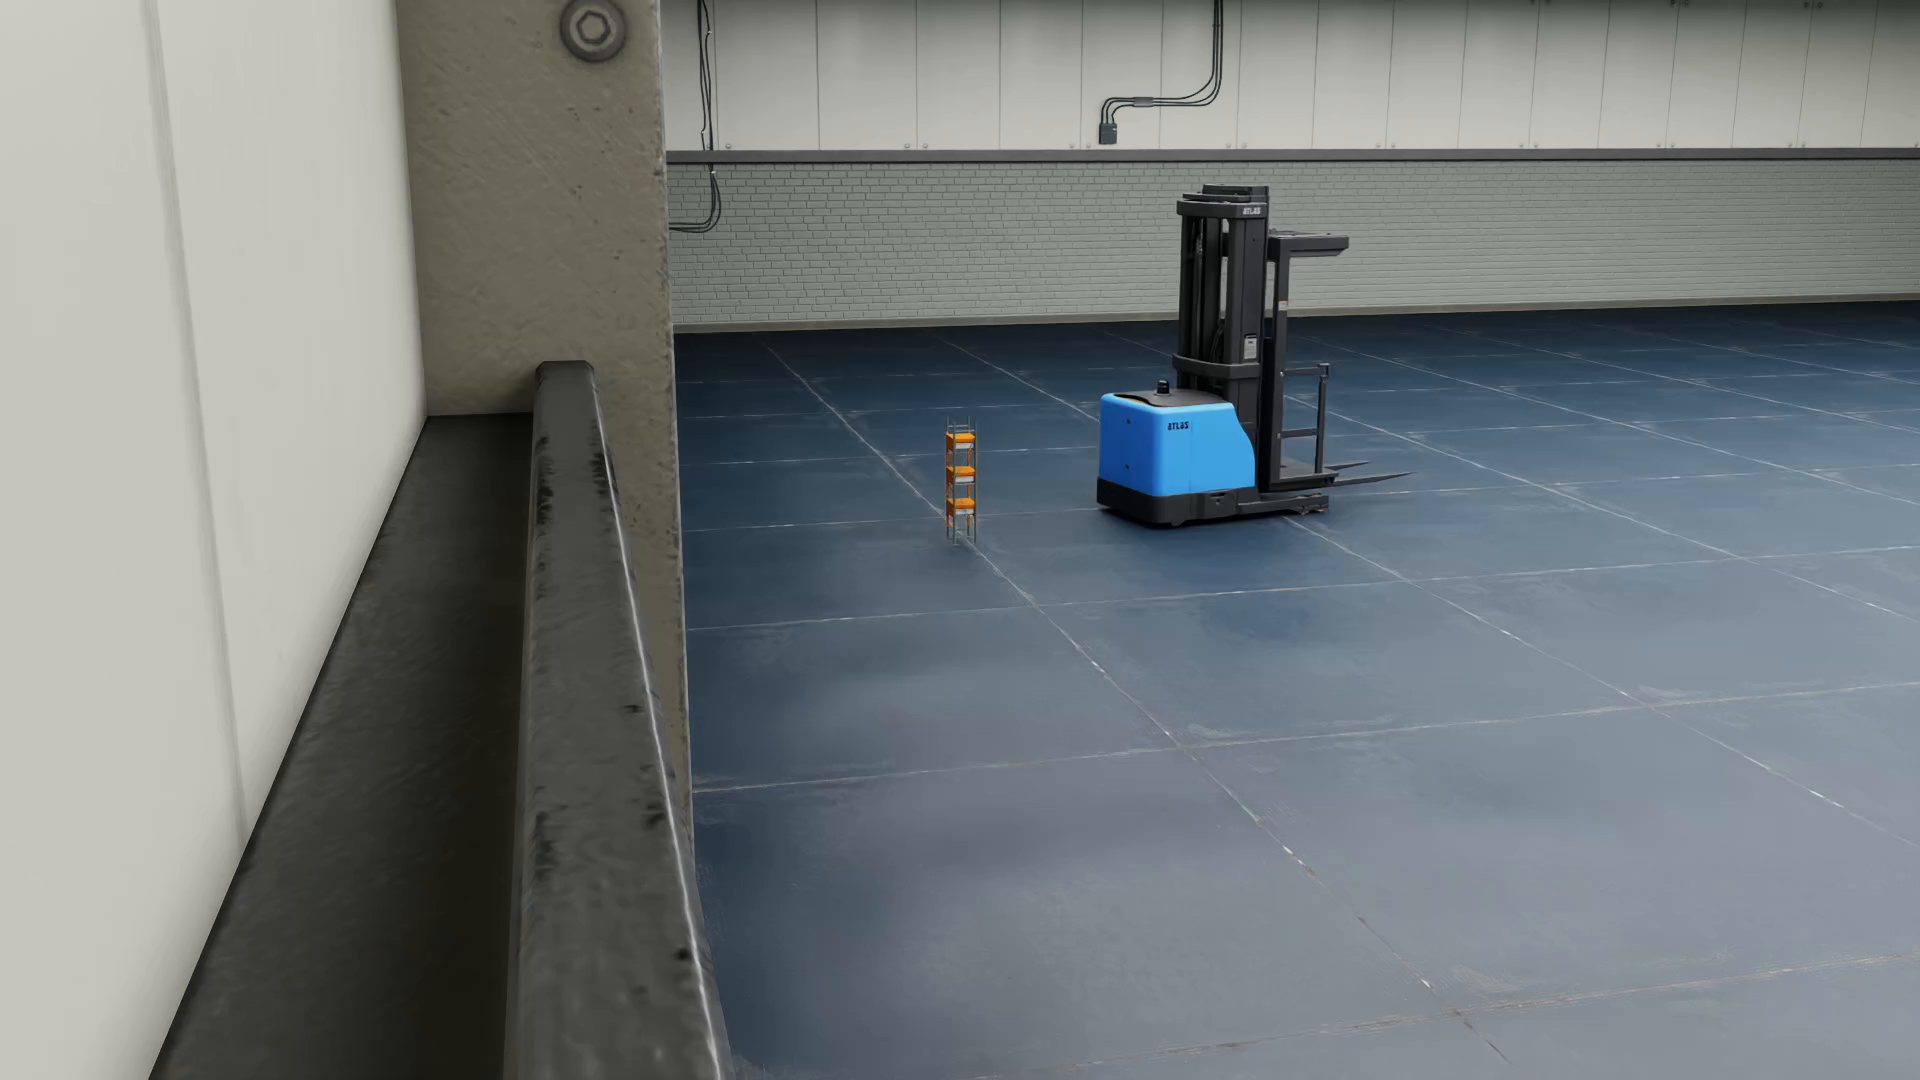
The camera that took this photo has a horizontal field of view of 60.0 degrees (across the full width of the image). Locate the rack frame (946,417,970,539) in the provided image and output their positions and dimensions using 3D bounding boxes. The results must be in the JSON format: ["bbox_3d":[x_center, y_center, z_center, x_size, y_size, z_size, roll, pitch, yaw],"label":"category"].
[{"bbox_3d":[-0.016,-0.526,14.145,0.200,1.050,0.008,-3,14,-13],"label":"rack frame"}]

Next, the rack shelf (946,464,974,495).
[{"bbox_3d":[0.013,-0.487,14.032,0.215,0.259,0.240,-3,14,-13],"label":"rack shelf"}]

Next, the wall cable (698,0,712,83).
[{"bbox_3d":[-2.967,-9.012,28.030,3.097,2.526,0.112,-3,14,-13],"label":"wall cable"}]

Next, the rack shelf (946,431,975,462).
[{"bbox_3d":[0.013,-0.763,13.965,0.215,0.259,0.240,-3,14,-13],"label":"rack shelf"}]

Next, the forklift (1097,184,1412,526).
[{"bbox_3d":[2.817,-1.761,15.238,3.031,2.935,1.130,-7,15,-25],"label":"forklift"}]

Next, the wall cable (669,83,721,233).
[{"bbox_3d":[-5.597,-6.407,28.013,3.097,2.526,0.112,-3,14,-13],"label":"wall cable"}]

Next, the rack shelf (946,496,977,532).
[{"bbox_3d":[0.013,-0.217,14.098,0.215,0.259,0.240,-3,14,-13],"label":"rack shelf"}]

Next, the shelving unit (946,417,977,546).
[{"bbox_3d":[0.013,-0.498,14.030,0.215,1.050,0.252,-3,14,-13],"label":"shelving unit"}]

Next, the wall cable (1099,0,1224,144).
[{"bbox_3d":[3.635,-10.093,29.391,2.305,6.003,0.169,-3,14,-13],"label":"wall cable"}]

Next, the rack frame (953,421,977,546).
[{"bbox_3d":[0.041,-0.470,13.914,0.200,1.050,0.008,-3,14,-13],"label":"rack frame"}]
